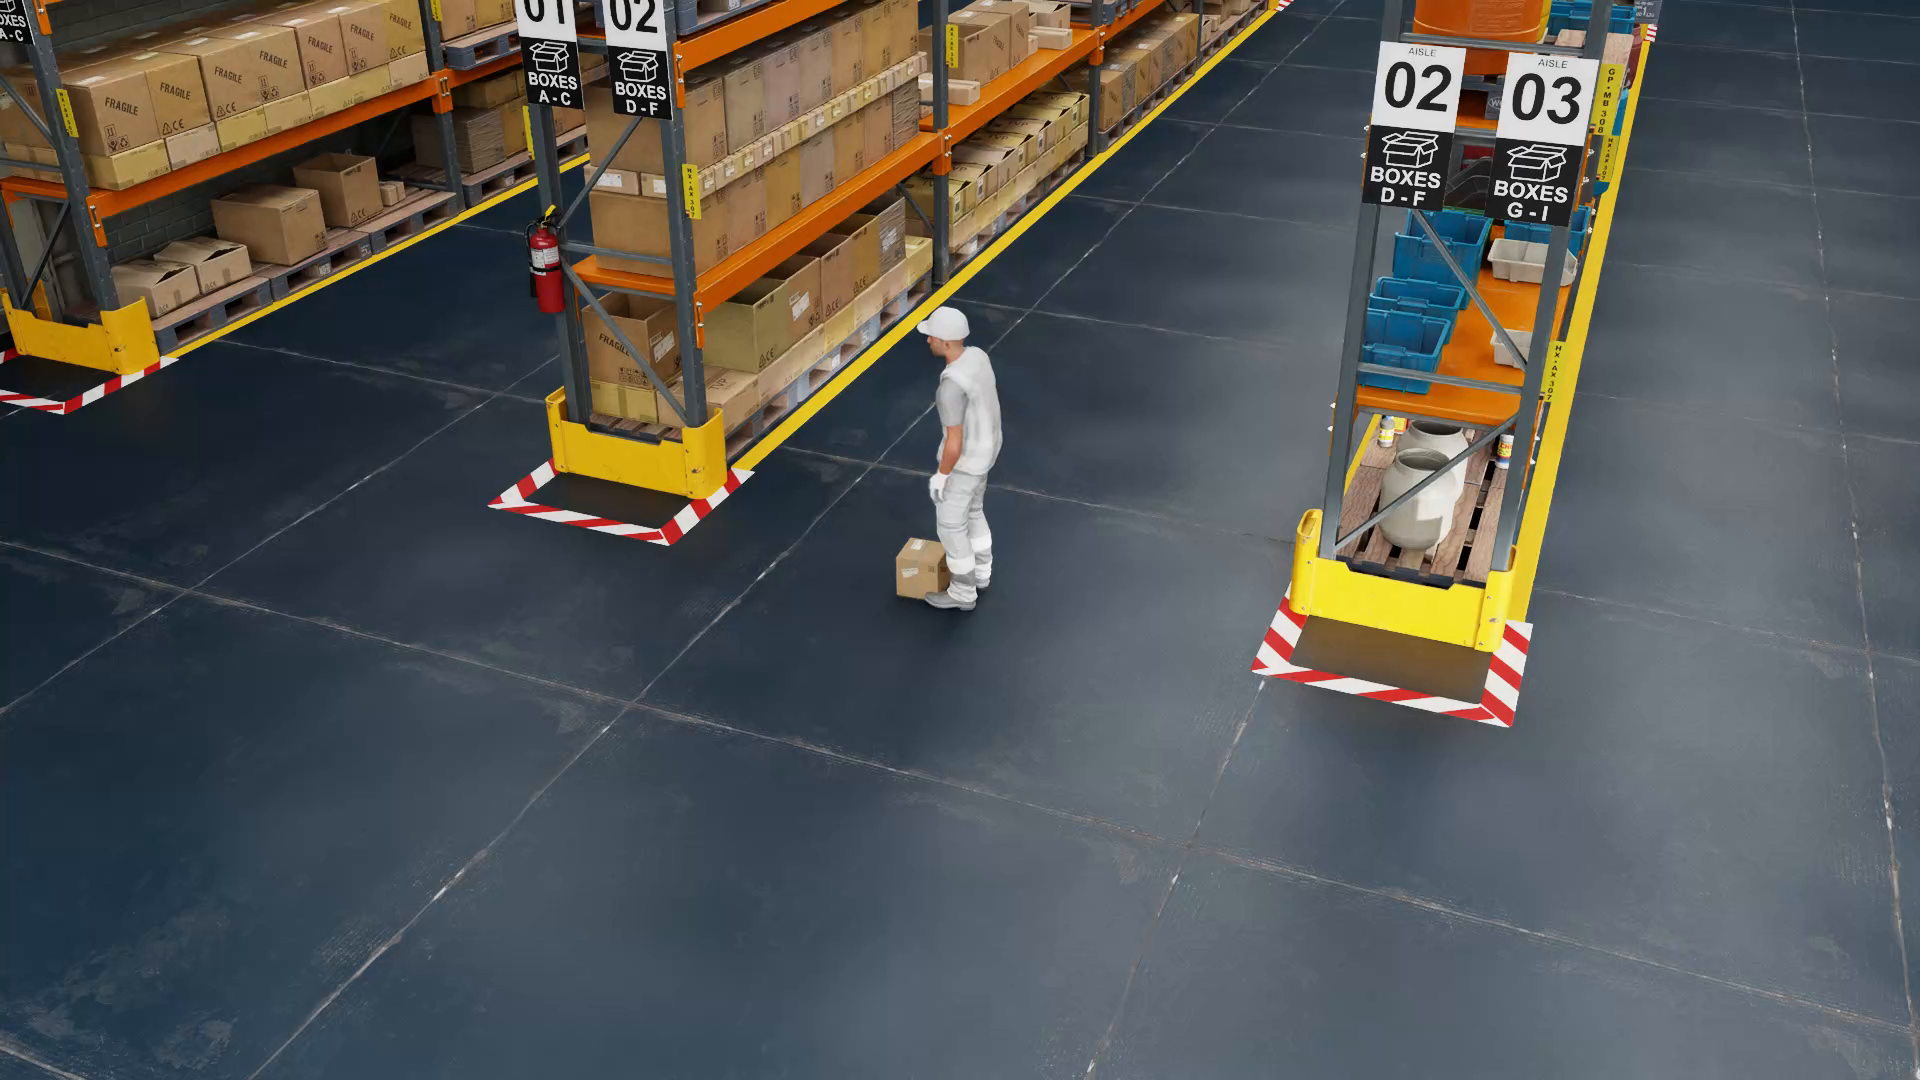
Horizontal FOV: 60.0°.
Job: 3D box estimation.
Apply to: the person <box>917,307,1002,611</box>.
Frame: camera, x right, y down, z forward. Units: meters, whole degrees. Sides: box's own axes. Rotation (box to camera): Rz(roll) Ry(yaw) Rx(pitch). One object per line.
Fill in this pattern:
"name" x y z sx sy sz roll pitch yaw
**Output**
"person" -0.005 -0.446 9.177 0.445 1.781 0.621 10 31 17
